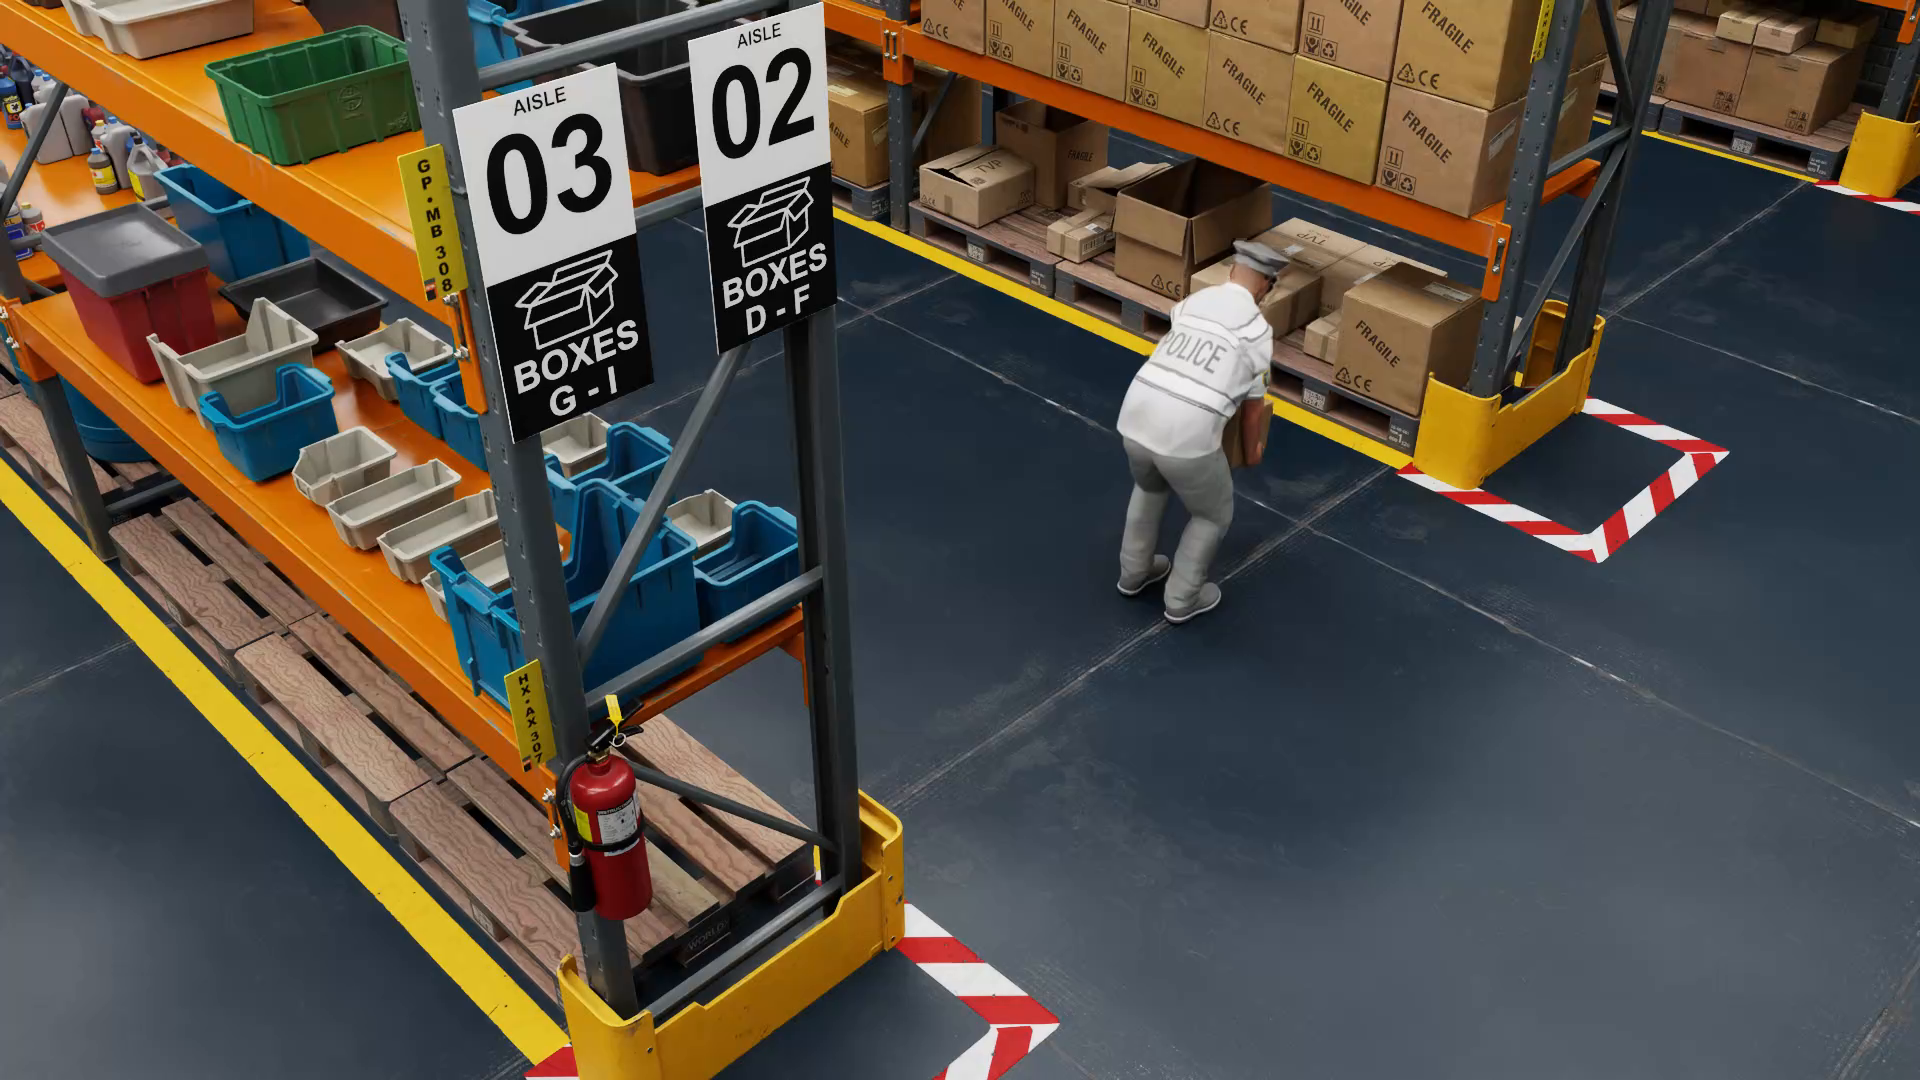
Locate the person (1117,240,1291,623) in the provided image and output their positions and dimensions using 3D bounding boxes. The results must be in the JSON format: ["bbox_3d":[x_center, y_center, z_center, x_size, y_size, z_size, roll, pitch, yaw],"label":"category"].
[{"bbox_3d":[1.025,-0.452,6.983,0.487,1.525,0.852,29,44,34],"label":"person"}]
